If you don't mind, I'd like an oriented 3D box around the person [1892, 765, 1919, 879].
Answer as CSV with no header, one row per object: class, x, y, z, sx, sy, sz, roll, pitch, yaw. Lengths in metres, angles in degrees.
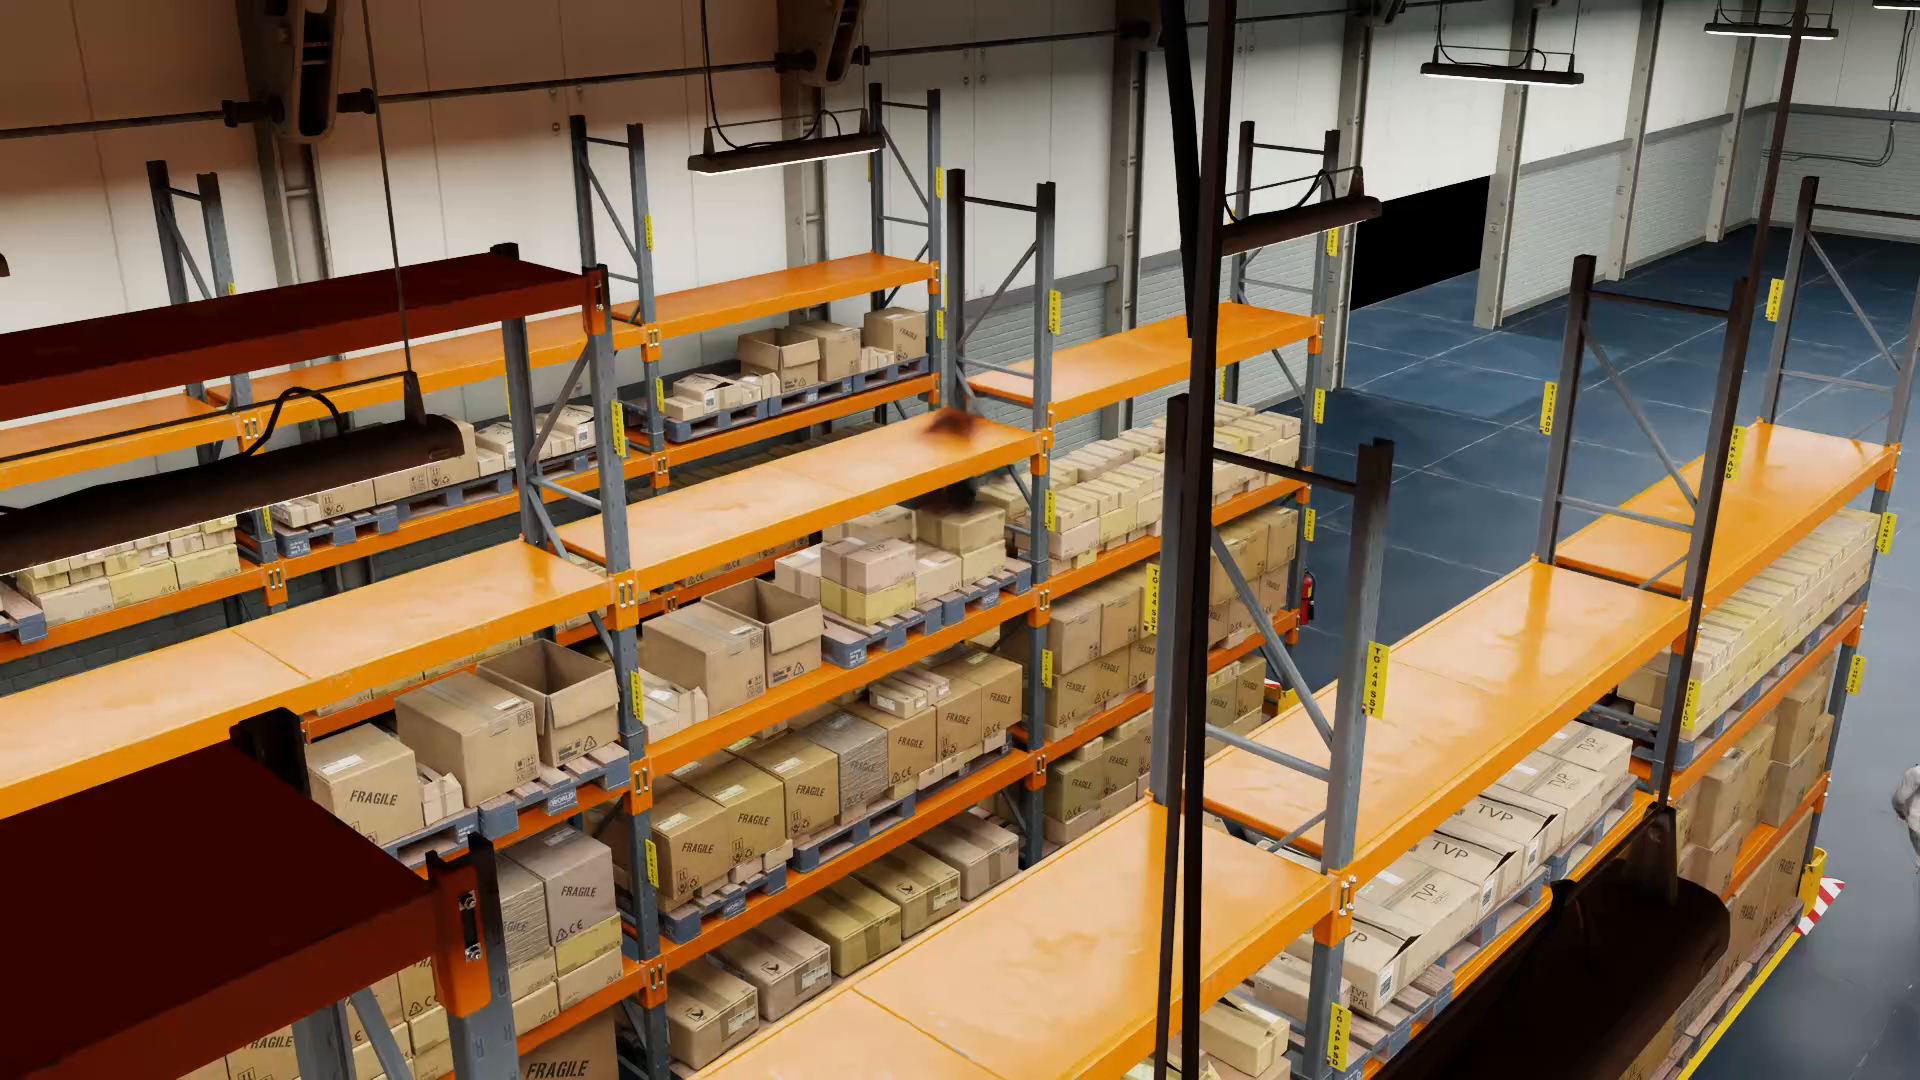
person,7.999,2.325,13.685,0.690,1.700,0.555,5,22,14
